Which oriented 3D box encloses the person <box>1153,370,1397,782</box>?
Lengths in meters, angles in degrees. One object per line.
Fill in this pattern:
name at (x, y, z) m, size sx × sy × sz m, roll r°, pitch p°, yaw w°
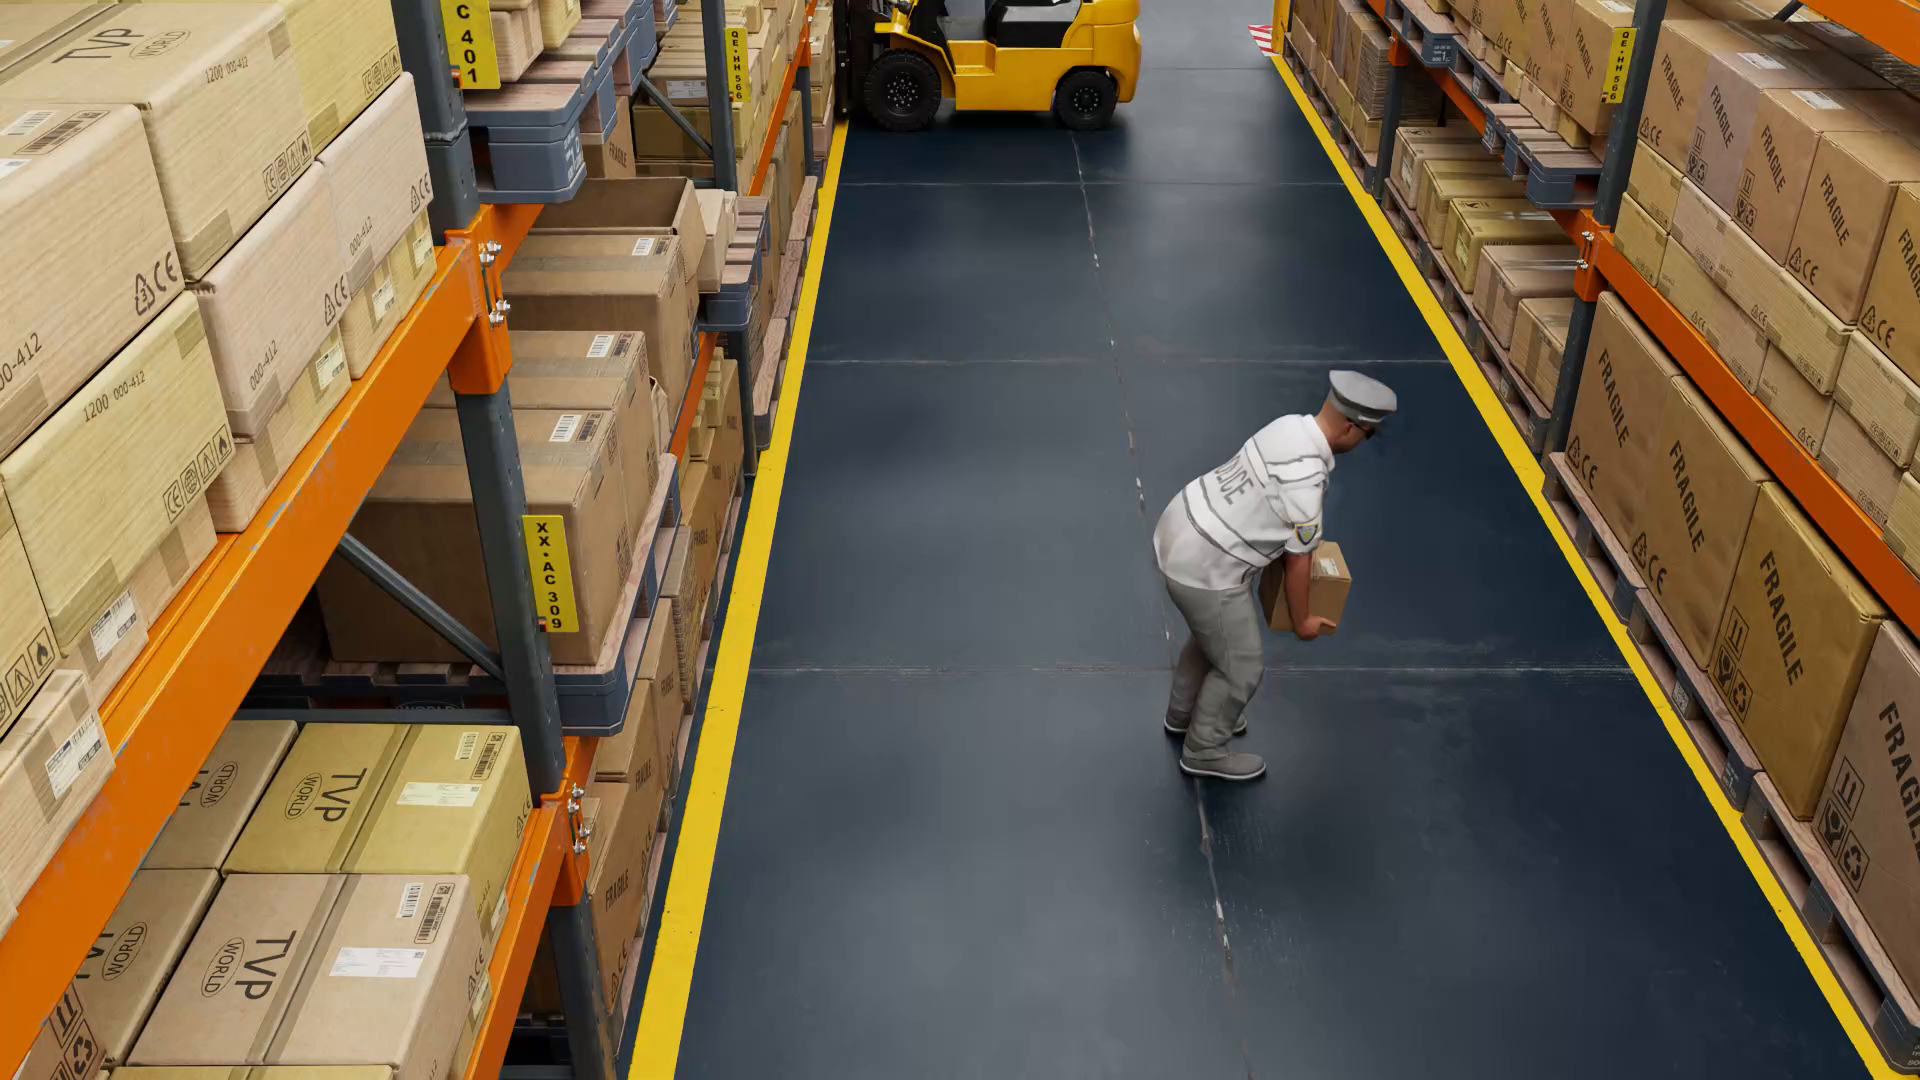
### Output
person at (1.100, 0.138, 6.070) m, size 0.791 × 1.585 × 0.467 m, roll -1°, pitch 31°, yaw -1°
